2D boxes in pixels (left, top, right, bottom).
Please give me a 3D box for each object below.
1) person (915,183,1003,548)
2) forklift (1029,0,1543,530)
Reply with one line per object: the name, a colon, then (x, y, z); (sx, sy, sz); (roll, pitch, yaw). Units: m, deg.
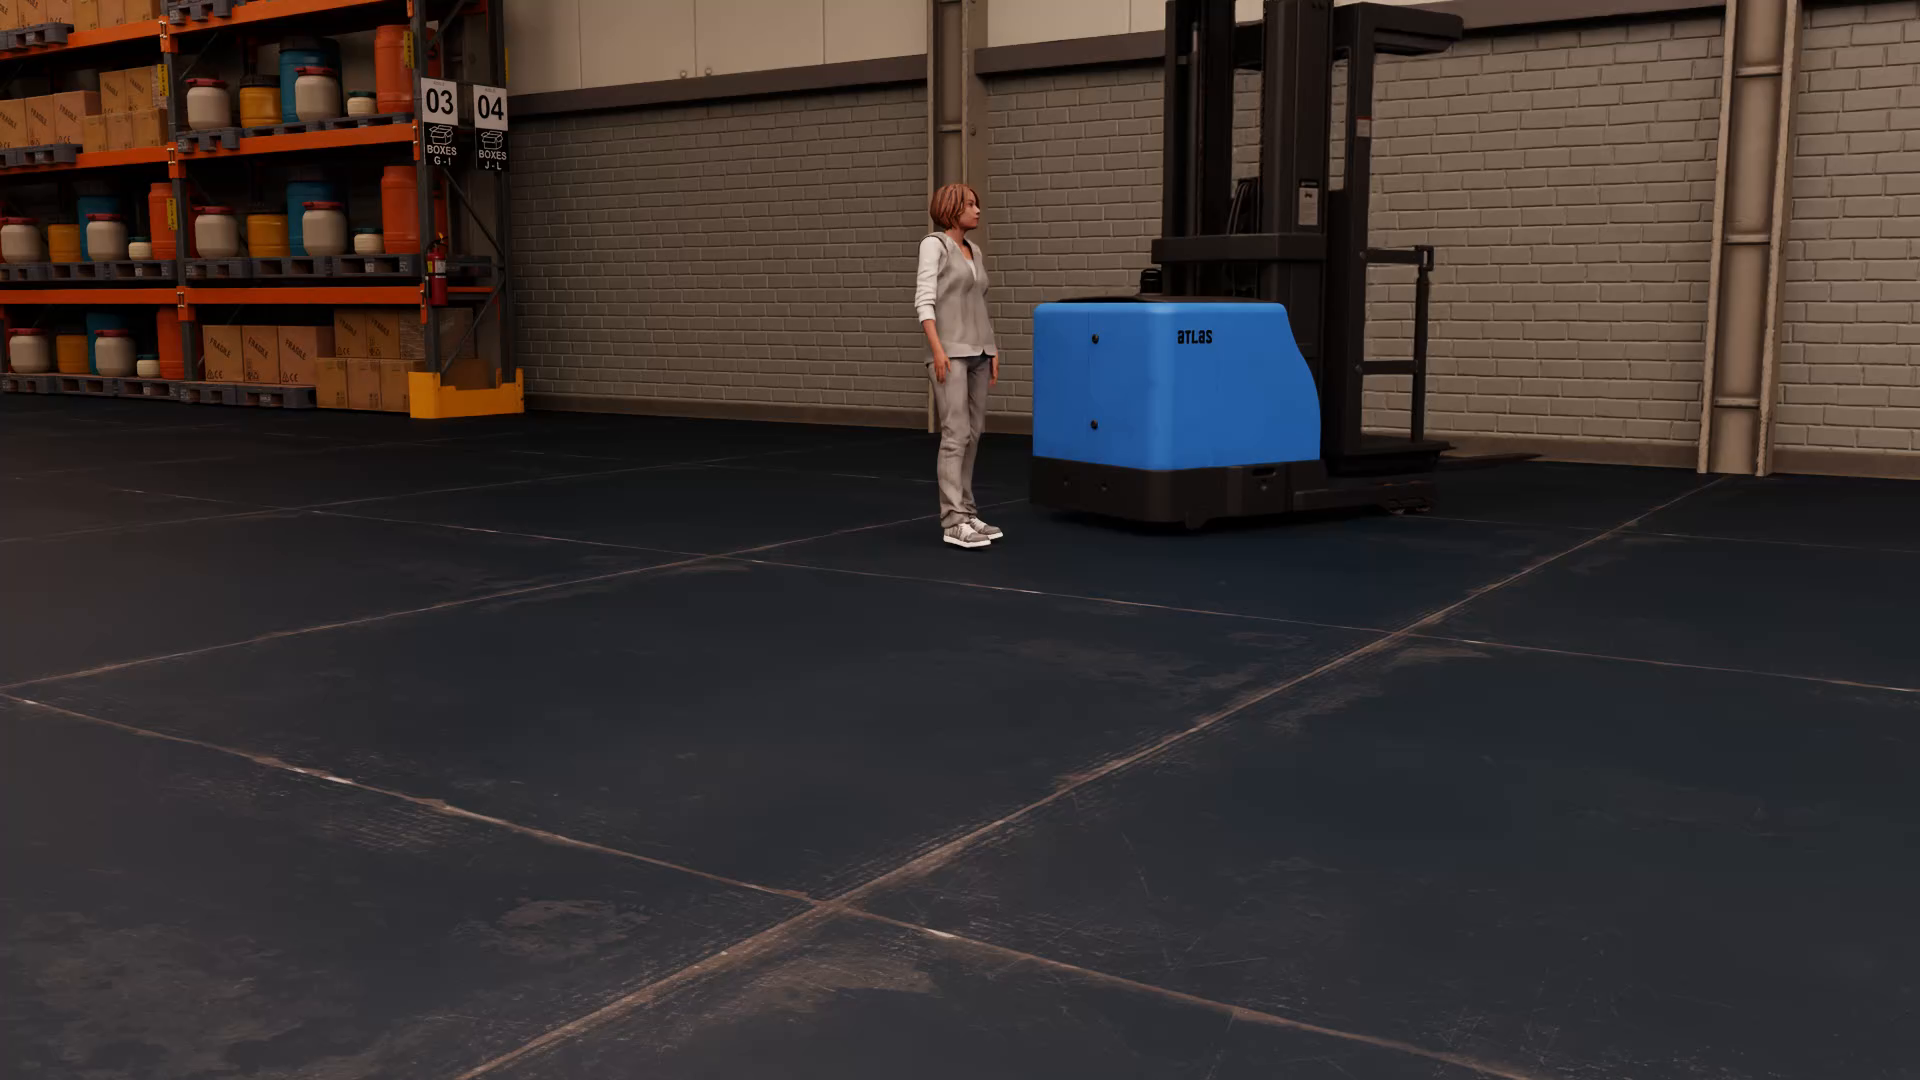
person: (0.055, -0.745, 7.444); (0.472, 1.508, 0.520); (5, 10, 34)
forklift: (1.860, -1.633, 8.678); (3.031, 2.935, 1.130); (-5, 10, -33)
